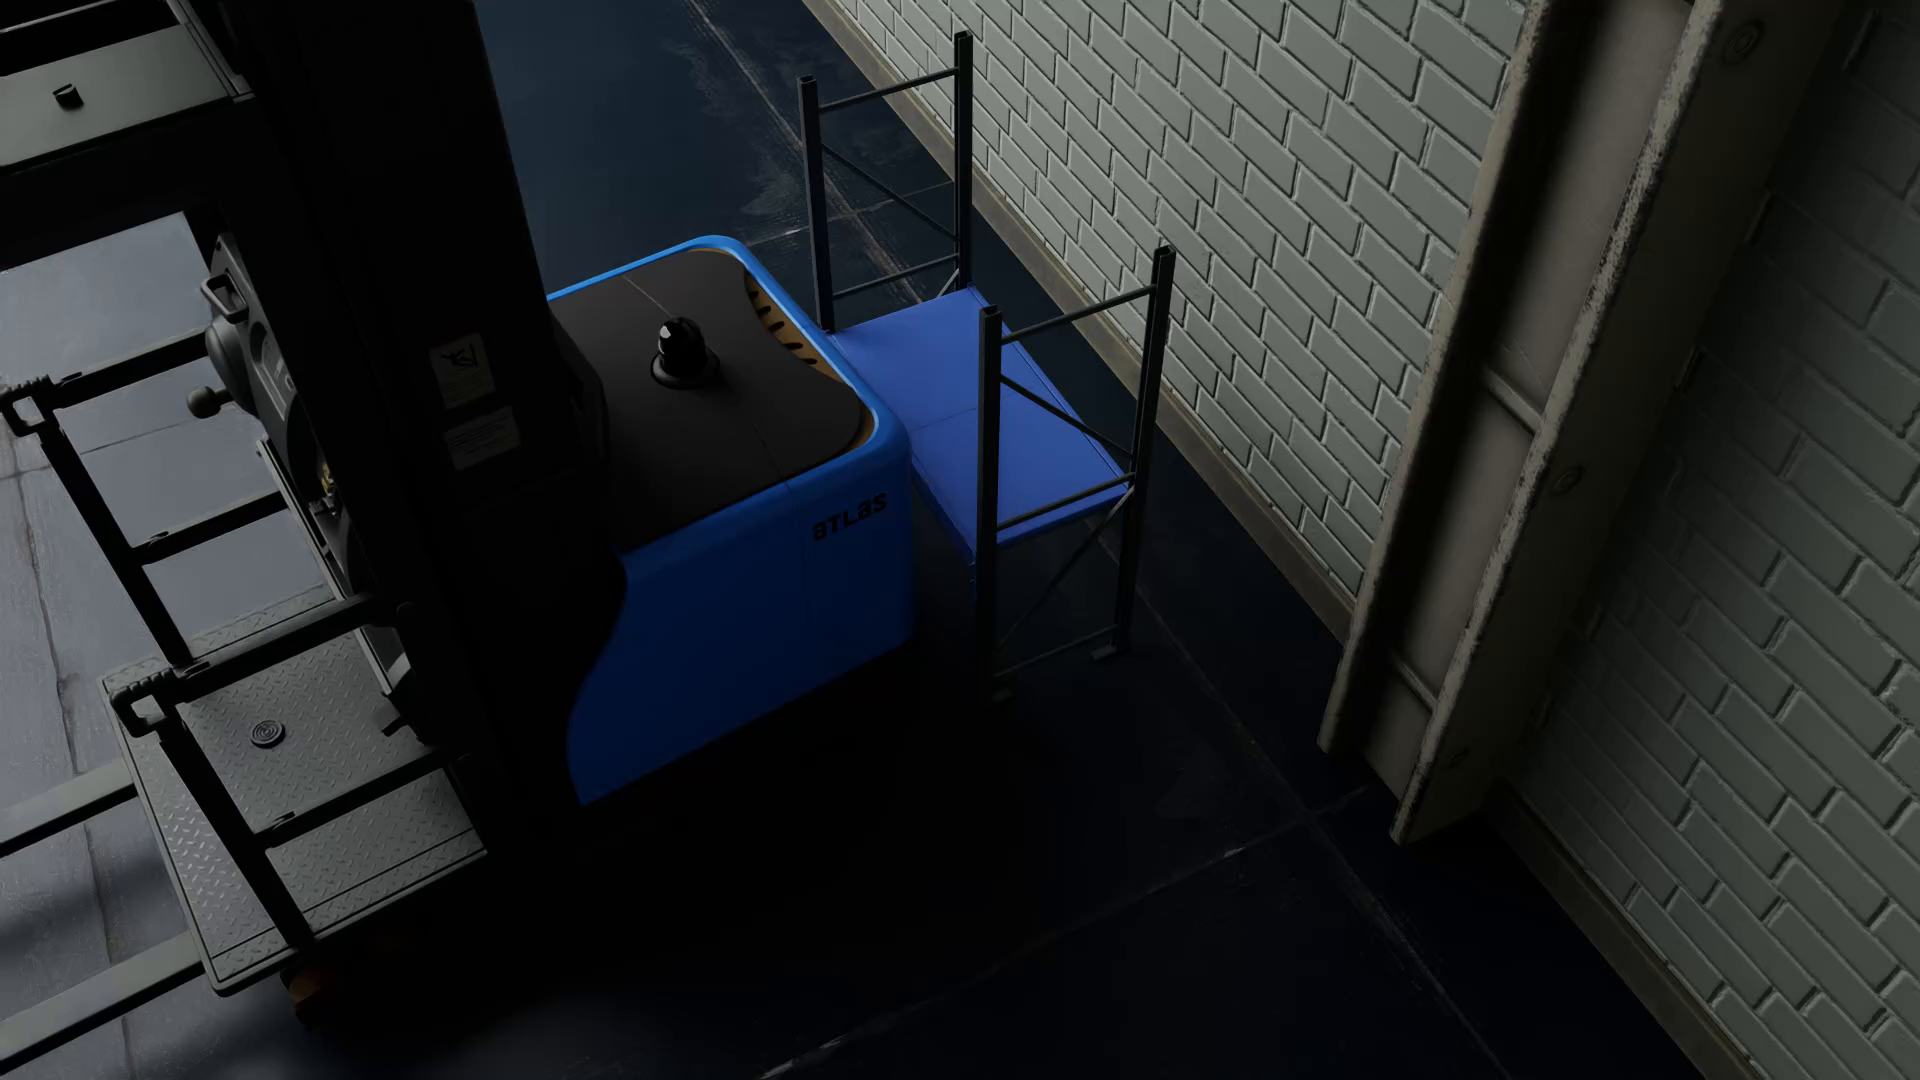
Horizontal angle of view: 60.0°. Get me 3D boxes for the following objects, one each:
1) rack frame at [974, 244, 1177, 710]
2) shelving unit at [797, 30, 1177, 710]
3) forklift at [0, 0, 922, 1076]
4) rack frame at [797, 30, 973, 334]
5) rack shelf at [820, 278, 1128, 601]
[{"bbox_3d":[0.272,-0.096,4.338,0.500,1.500,0.032,-21,52,-18],"label":"rack frame"},{"bbox_3d":[0.039,-0.437,4.636,0.538,1.500,1.048,-21,52,-18],"label":"shelving unit"},{"bbox_3d":[-1.624,-0.214,3.490,3.031,2.935,1.130,-26,54,-21],"label":"forklift"},{"bbox_3d":[-0.194,-0.777,4.933,0.500,1.500,0.032,-21,52,-18],"label":"rack frame"},{"bbox_3d":[0.039,-0.318,4.771,0.538,0.185,1.000,-21,52,-18],"label":"rack shelf"}]
